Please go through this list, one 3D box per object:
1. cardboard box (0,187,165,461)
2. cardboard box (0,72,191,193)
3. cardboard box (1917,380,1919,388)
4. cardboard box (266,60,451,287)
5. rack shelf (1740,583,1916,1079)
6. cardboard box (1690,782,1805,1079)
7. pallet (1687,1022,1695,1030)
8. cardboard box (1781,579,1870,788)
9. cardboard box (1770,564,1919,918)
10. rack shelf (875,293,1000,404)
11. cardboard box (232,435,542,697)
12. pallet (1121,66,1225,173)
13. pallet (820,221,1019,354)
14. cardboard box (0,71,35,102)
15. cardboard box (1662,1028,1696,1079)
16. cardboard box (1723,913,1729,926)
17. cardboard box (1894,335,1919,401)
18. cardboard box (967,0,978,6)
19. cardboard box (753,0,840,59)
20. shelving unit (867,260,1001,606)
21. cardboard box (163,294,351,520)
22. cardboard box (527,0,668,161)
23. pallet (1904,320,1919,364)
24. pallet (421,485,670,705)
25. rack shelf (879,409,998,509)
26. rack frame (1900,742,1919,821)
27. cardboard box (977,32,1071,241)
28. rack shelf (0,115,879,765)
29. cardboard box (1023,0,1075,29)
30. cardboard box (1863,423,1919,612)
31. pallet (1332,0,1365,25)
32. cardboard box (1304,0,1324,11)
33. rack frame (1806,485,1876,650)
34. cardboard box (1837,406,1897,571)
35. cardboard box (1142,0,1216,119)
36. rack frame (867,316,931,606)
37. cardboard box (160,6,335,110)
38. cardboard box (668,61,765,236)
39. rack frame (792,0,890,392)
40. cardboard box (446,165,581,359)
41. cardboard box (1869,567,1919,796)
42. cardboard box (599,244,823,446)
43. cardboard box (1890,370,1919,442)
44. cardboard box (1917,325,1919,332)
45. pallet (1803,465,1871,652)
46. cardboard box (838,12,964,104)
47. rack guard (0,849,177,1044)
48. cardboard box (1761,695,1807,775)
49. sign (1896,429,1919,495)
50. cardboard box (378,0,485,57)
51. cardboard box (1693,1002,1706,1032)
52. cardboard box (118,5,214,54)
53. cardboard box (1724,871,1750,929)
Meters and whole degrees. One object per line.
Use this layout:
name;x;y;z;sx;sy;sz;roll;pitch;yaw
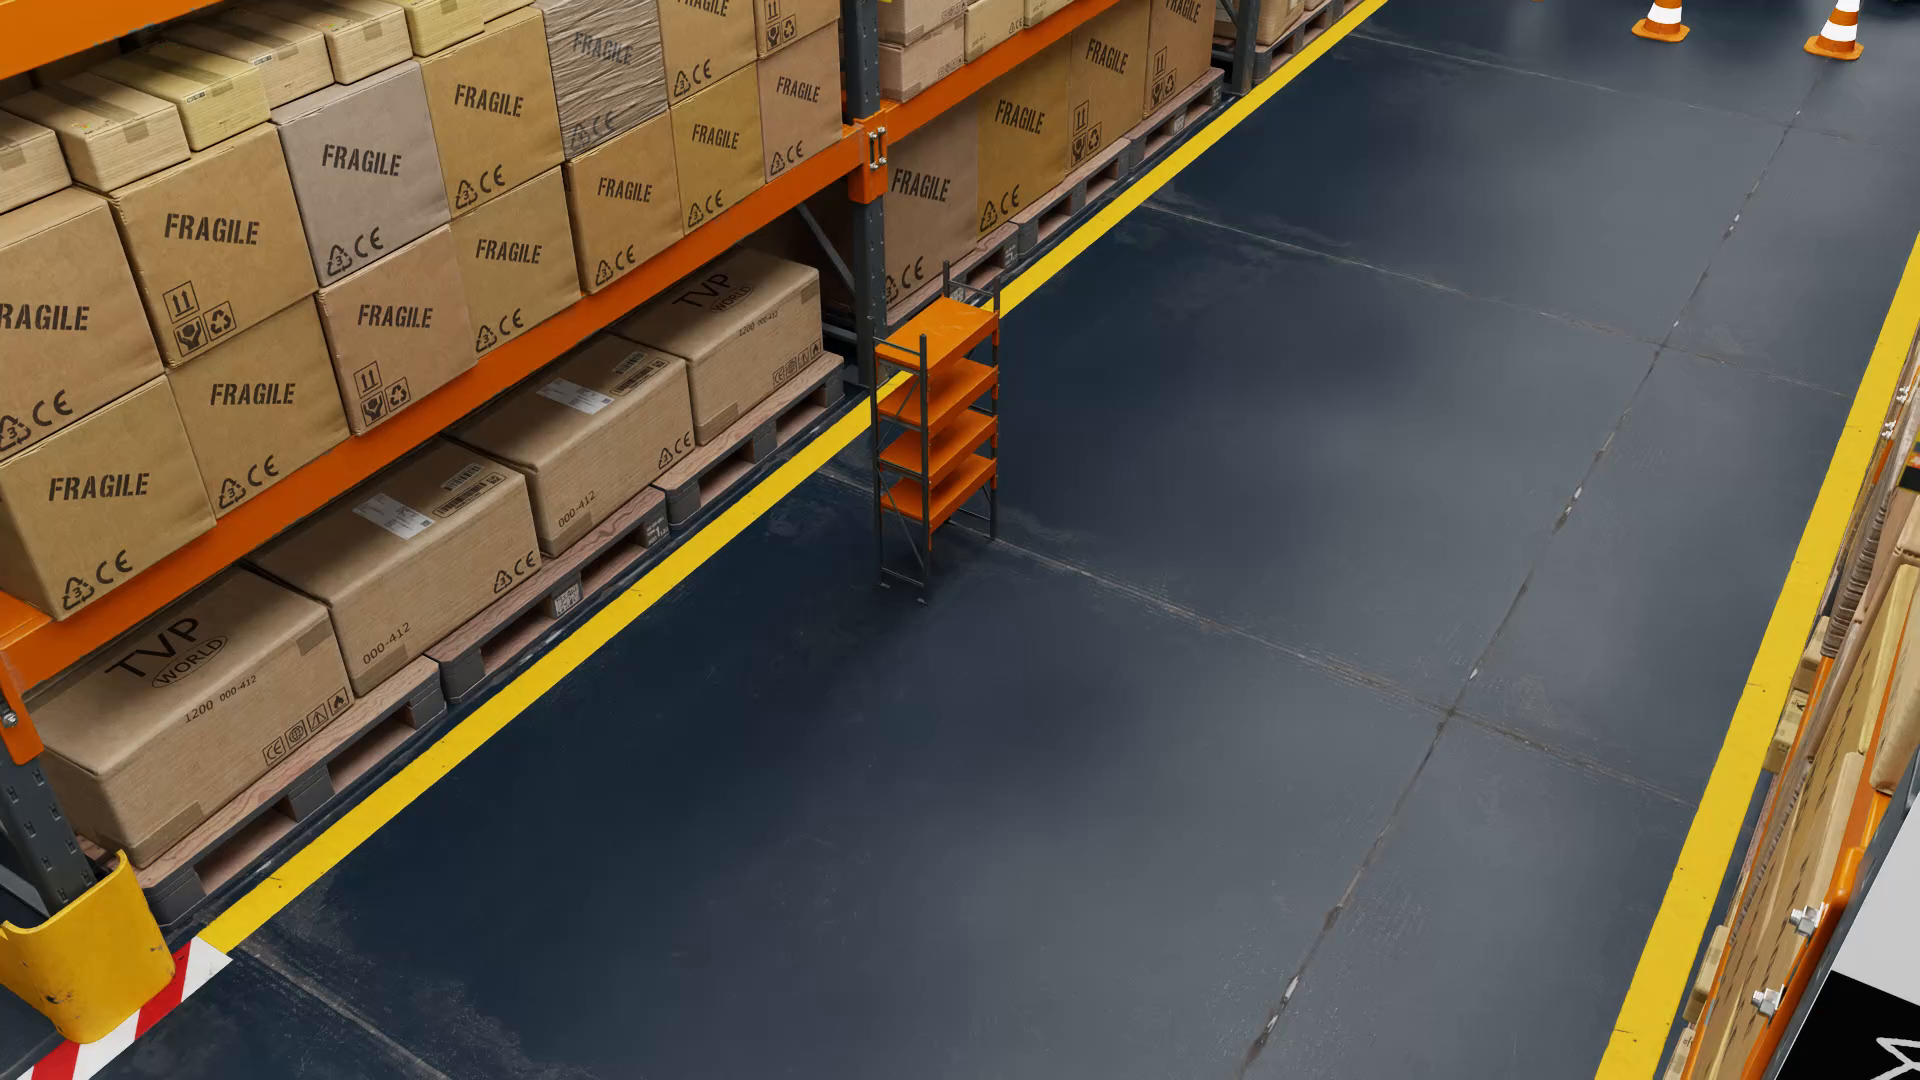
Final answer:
cardboard box;-2.427;-0.585;4.151;0.500;0.500;0.500;20;42;24
cardboard box;-2.185;-1.035;4.204;0.380;0.149;0.250;23;43;26
cardboard box;2.974;-0.475;4.583;0.500;0.500;0.500;20;42;24
cardboard box;-1.887;-1.122;4.847;0.500;0.500;0.500;21;42;25
rack shelf;2.380;-0.362;2.895;1.077;0.370;4.000;21;42;25
cardboard box;1.612;0.835;2.885;0.500;0.500;0.500;20;42;24
pallet;2.469;1.603;4.497;1.003;0.211;1.213;21;42;25
cardboard box;2.152;0.317;3.557;0.500;0.500;0.500;23;43;27
cardboard box;1.615;0.440;2.578;0.500;0.500;0.500;20;42;24
rack shelf;-0.089;-0.701;6.033;0.258;0.148;0.480;21;42;25
cardboard box;-2.173;0.006;6.040;0.875;0.438;0.875;22;43;26
pallet;0.875;-2.633;9.993;1.003;0.211;1.213;21;42;25
pallet;-0.432;-1.375;8.361;1.003;0.211;1.213;21;42;25
cardboard box;-2.719;-1.238;4.466;0.380;0.149;0.250;21;42;25
cardboard box;1.882;1.388;3.997;0.380;0.149;0.250;23;43;27
cardboard box;2.324;1.237;4.679;0.380;0.149;0.250;20;42;24
cardboard box;4.189;-0.658;6.850;0.500;0.500;0.500;20;42;24
cardboard box;-0.053;-2.608;7.390;0.500;0.250;0.500;22;43;26
cardboard box;-0.802;-2.159;6.193;0.500;0.500;0.500;21;42;25
shelving unit;-0.089;-0.390;6.273;0.258;1.200;0.503;21;42;25
cardboard box;-2.178;-0.458;4.806;0.500;0.500;0.500;21;42;25
cardboard box;-1.345;-1.635;5.513;0.500;0.500;0.500;22;43;26
pallet;5.175;-1.046;7.933;1.003;0.211;1.213;21;42;25
pallet;-1.908;0.045;6.519;1.003;0.211;1.213;21;42;25
rack shelf;-0.089;-0.337;6.314;0.258;0.148;0.480;21;42;25
rack frame;1.309;-0.804;0.422;1.000;3.000;0.127;21;42;25
cardboard box;-0.040;-2.196;8.538;0.875;0.875;0.875;22;43;26
rack shelf;-1.854;-0.741;5.844;1.077;0.370;4.000;21;42;25
cardboard box;0.241;-2.665;7.873;0.500;0.250;0.500;21;42;25
cardboard box;2.167;-0.105;3.285;0.500;0.500;0.500;20;42;24
pallet;2.435;-4.044;11.823;1.003;0.211;1.213;21;42;25
cardboard box;2.061;-3.916;11.181;0.950;0.372;0.625;20;42;24
rack frame;3.452;-0.490;4.929;1.000;3.000;0.127;21;42;25
cardboard box;3.636;-0.131;6.166;0.500;0.500;0.500;20;42;24
cardboard box;0.921;-3.115;9.731;0.875;0.875;0.875;21;42;25
rack frame;-0.219;-0.264;6.110;0.240;1.200;0.015;21;42;25
cardboard box;-1.963;-1.329;4.585;0.380;0.149;0.250;22;43;26
cardboard box;-1.086;-1.507;6.166;0.500;0.500;0.500;20;42;24
rack frame;-0.782;-2.057;6.962;1.000;3.000;0.127;21;42;25
cardboard box;-1.636;-0.978;5.480;0.500;0.500;0.500;23;43;27
cardboard box;1.329;0.122;1.801;0.500;0.250;0.500;20;42;24
cardboard box;-1.209;-0.920;7.242;0.875;0.438;0.875;21;42;24
cardboard box;3.024;-0.352;4.955;0.380;0.149;0.250;23;43;27
cardboard box;4.734;-1.187;7.536;0.500;0.500;0.500;22;43;26
pallet;3.868;0.212;6.302;1.003;0.211;1.213;21;42;25
cardboard box;-0.323;-2.138;7.190;0.500;0.250;0.500;20;42;24
rack guard;-2.938;1.007;5.034;1.175;0.500;0.348;21;42;25
cardboard box;2.843;0.692;5.386;0.380;0.149;0.250;22;43;26
sign;0.851;-0.159;1.317;0.100;0.325;0.005;21;42;25
cardboard box;-1.635;-1.566;4.892;0.380;0.149;0.250;20;42;24
cardboard box;2.047;1.386;4.243;0.380;0.149;0.250;23;43;27
cardboard box;-2.349;-1.466;4.762;0.380;0.149;0.250;21;42;25
cardboard box;2.324;1.116;4.593;0.380;0.149;0.250;21;42;25
